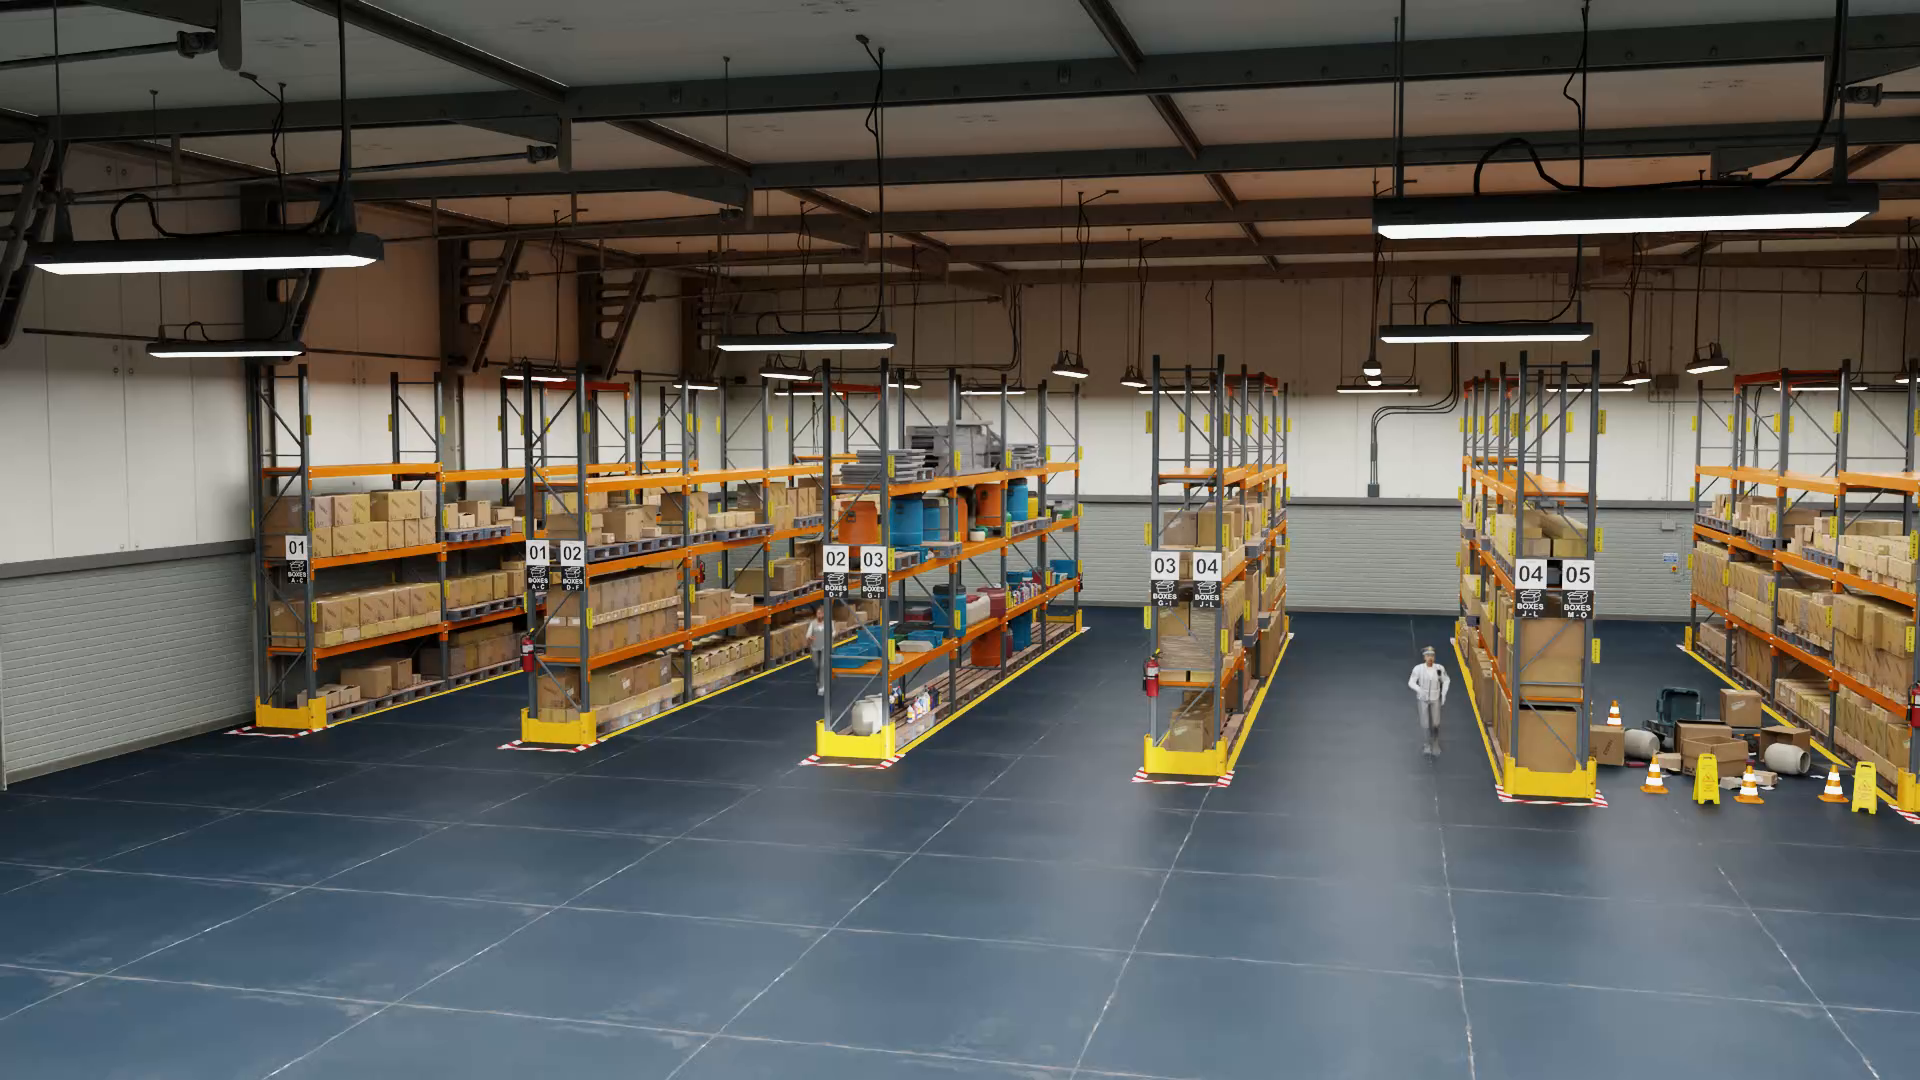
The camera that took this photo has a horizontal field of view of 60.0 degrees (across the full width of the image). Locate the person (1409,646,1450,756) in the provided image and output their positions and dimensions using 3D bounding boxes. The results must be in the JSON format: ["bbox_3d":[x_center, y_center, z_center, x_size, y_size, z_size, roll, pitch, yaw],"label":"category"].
[{"bbox_3d":[7.084,2.434,25.111,0.609,1.677,0.627,1,4,14],"label":"person"}]

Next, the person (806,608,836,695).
[{"bbox_3d":[-2.596,2.046,30.942,0.543,1.586,0.849,0,4,0],"label":"person"}]
